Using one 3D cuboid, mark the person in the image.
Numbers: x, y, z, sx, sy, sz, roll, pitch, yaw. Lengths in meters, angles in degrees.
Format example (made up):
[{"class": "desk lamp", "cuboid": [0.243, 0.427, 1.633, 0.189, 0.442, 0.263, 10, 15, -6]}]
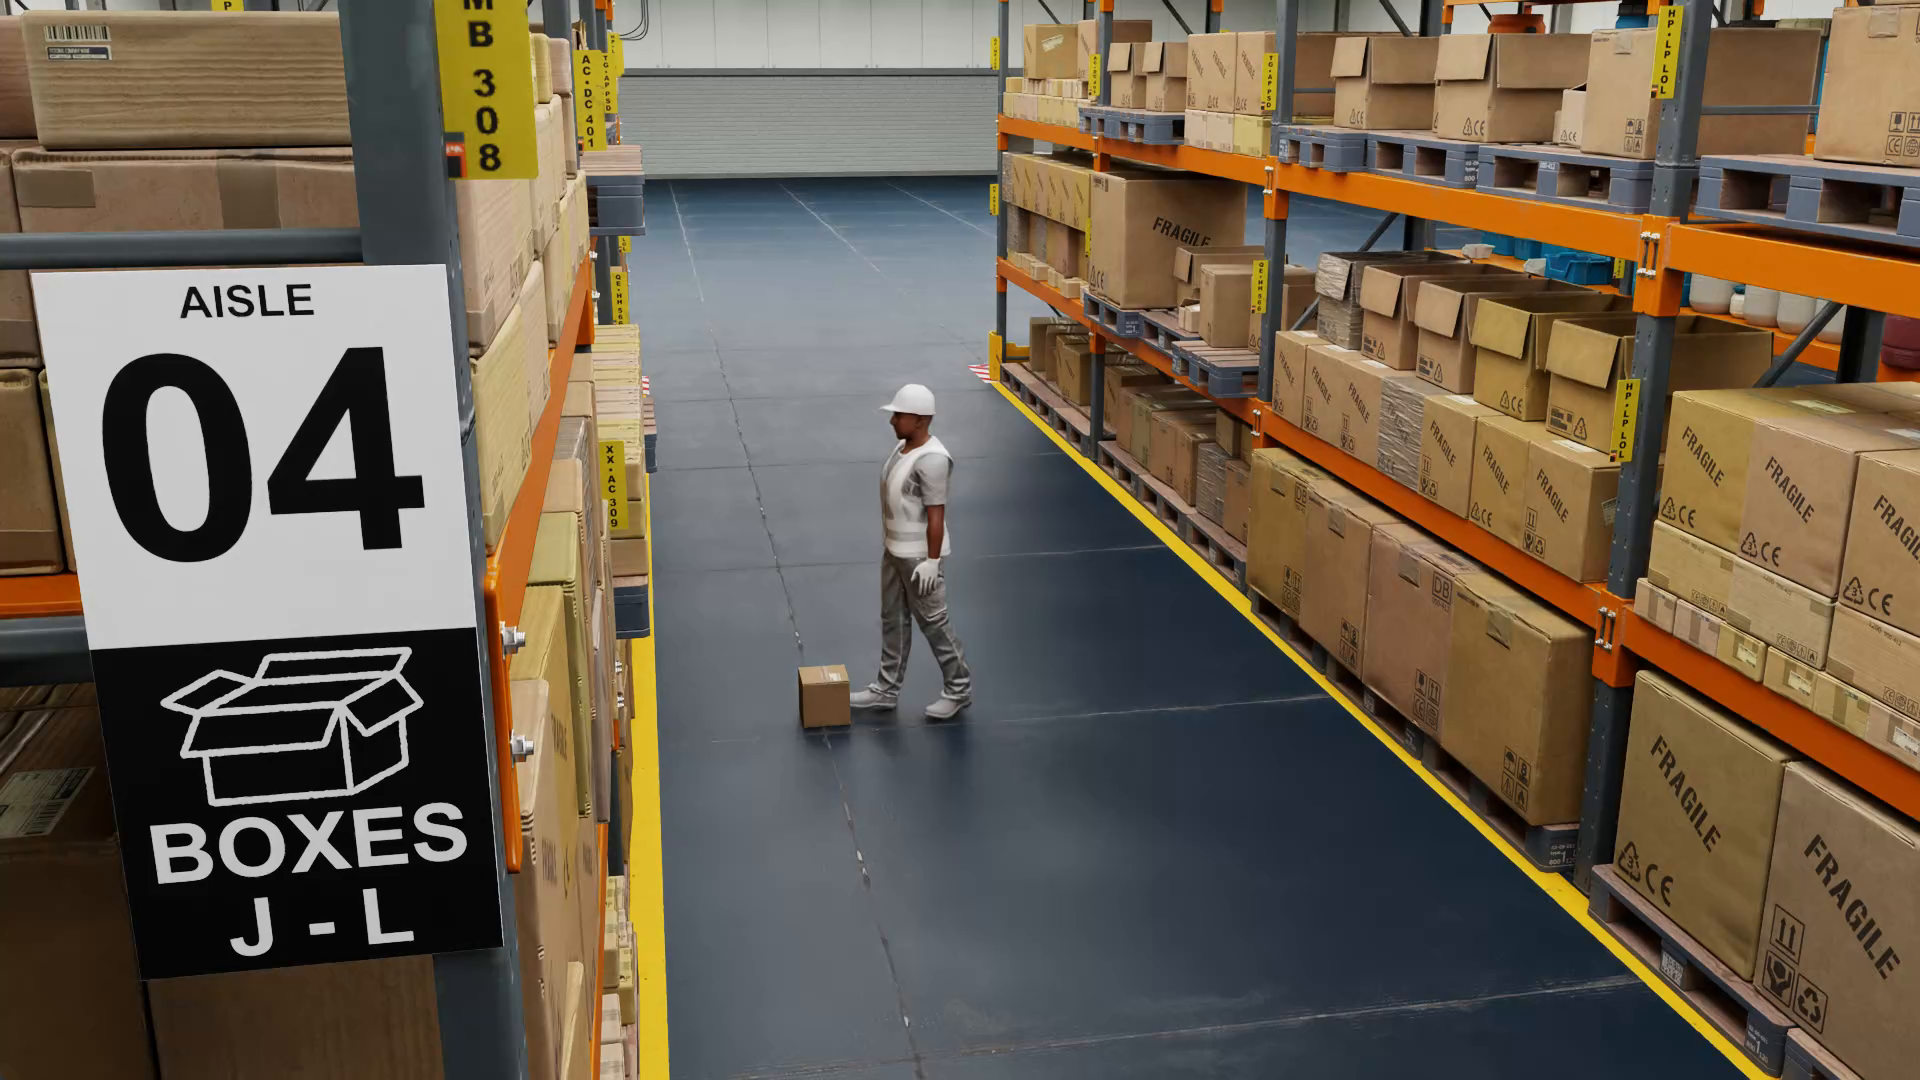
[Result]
[{"class": "person", "cuboid": [-0.282, 0.066, 8.737, 0.675, 1.787, 0.569, -5, 17, -17]}]
